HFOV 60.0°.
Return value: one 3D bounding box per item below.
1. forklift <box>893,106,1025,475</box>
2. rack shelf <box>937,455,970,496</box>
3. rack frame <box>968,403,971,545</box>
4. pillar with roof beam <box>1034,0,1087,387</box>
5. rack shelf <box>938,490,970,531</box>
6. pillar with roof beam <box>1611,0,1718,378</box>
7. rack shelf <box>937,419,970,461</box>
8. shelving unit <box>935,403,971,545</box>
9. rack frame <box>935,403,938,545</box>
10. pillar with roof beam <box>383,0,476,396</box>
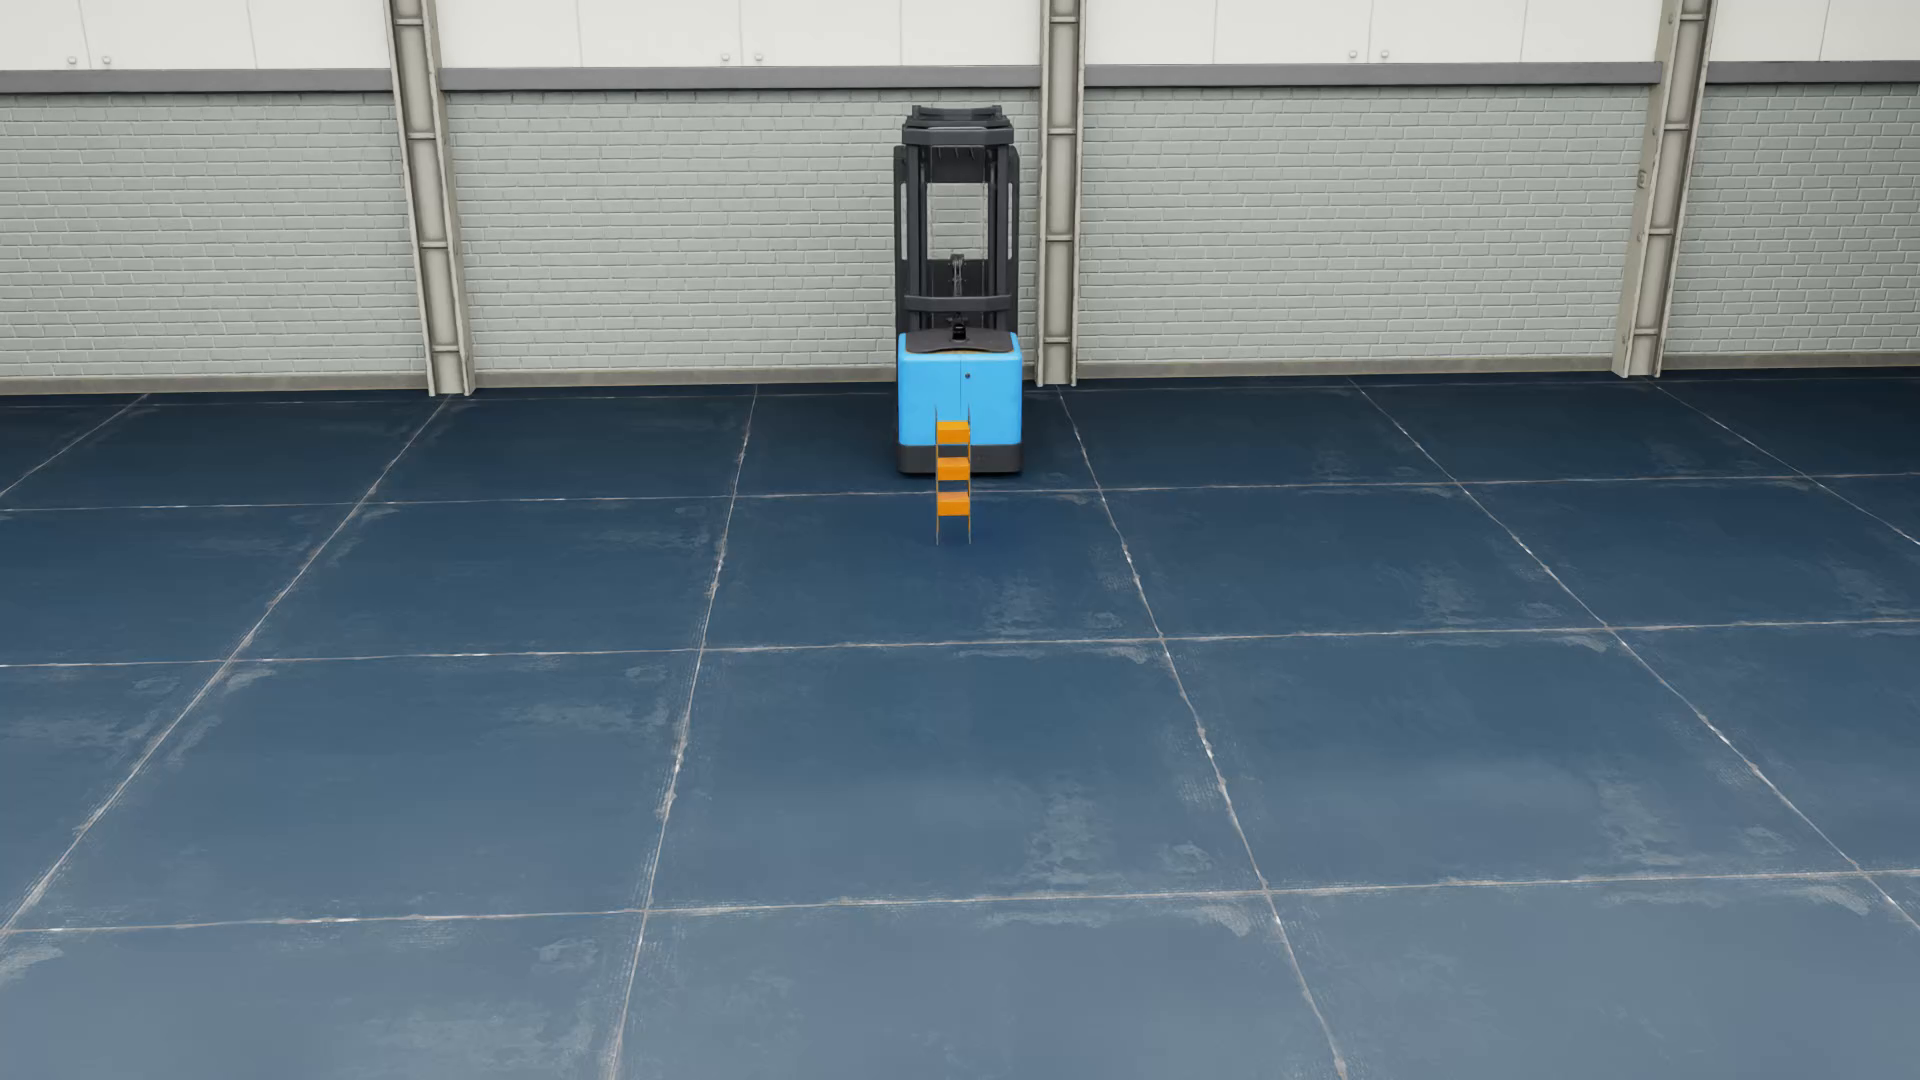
[{"bbox_3d":[-0.036,-2.389,14.776,1.130,2.935,3.031,-1,21,-2],"label":"forklift"},{"bbox_3d":[-0.053,-0.480,12.435,0.240,0.259,0.215,-1,21,-3],"label":"rack shelf"},{"bbox_3d":[0.068,-0.492,12.438,0.008,1.050,0.200,-1,21,-3],"label":"rack frame"},{"bbox_3d":[1.208,-4.271,11.193,0.400,9.000,9.100,-1,21,-3],"label":"pillar with roof beam"},{"bbox_3d":[-0.053,-0.220,12.534,0.240,0.259,0.215,-1,21,-3],"label":"rack shelf"},{"bbox_3d":[7.198,-4.393,11.513,0.400,9.000,9.100,-1,21,-3],"label":"pillar with roof beam"},{"bbox_3d":[-0.053,-0.745,12.334,0.240,0.259,0.215,-1,21,-3],"label":"rack shelf"},{"bbox_3d":[-0.053,-0.490,12.431,0.252,1.050,0.215,-1,21,-3],"label":"shelving unit"},{"bbox_3d":[-0.175,-0.487,12.425,0.008,1.050,0.200,-1,21,-3],"label":"rack frame"},{"bbox_3d":[-4.782,-4.150,10.873,0.400,9.000,9.100,-1,21,-3],"label":"pillar with roof beam"}]
